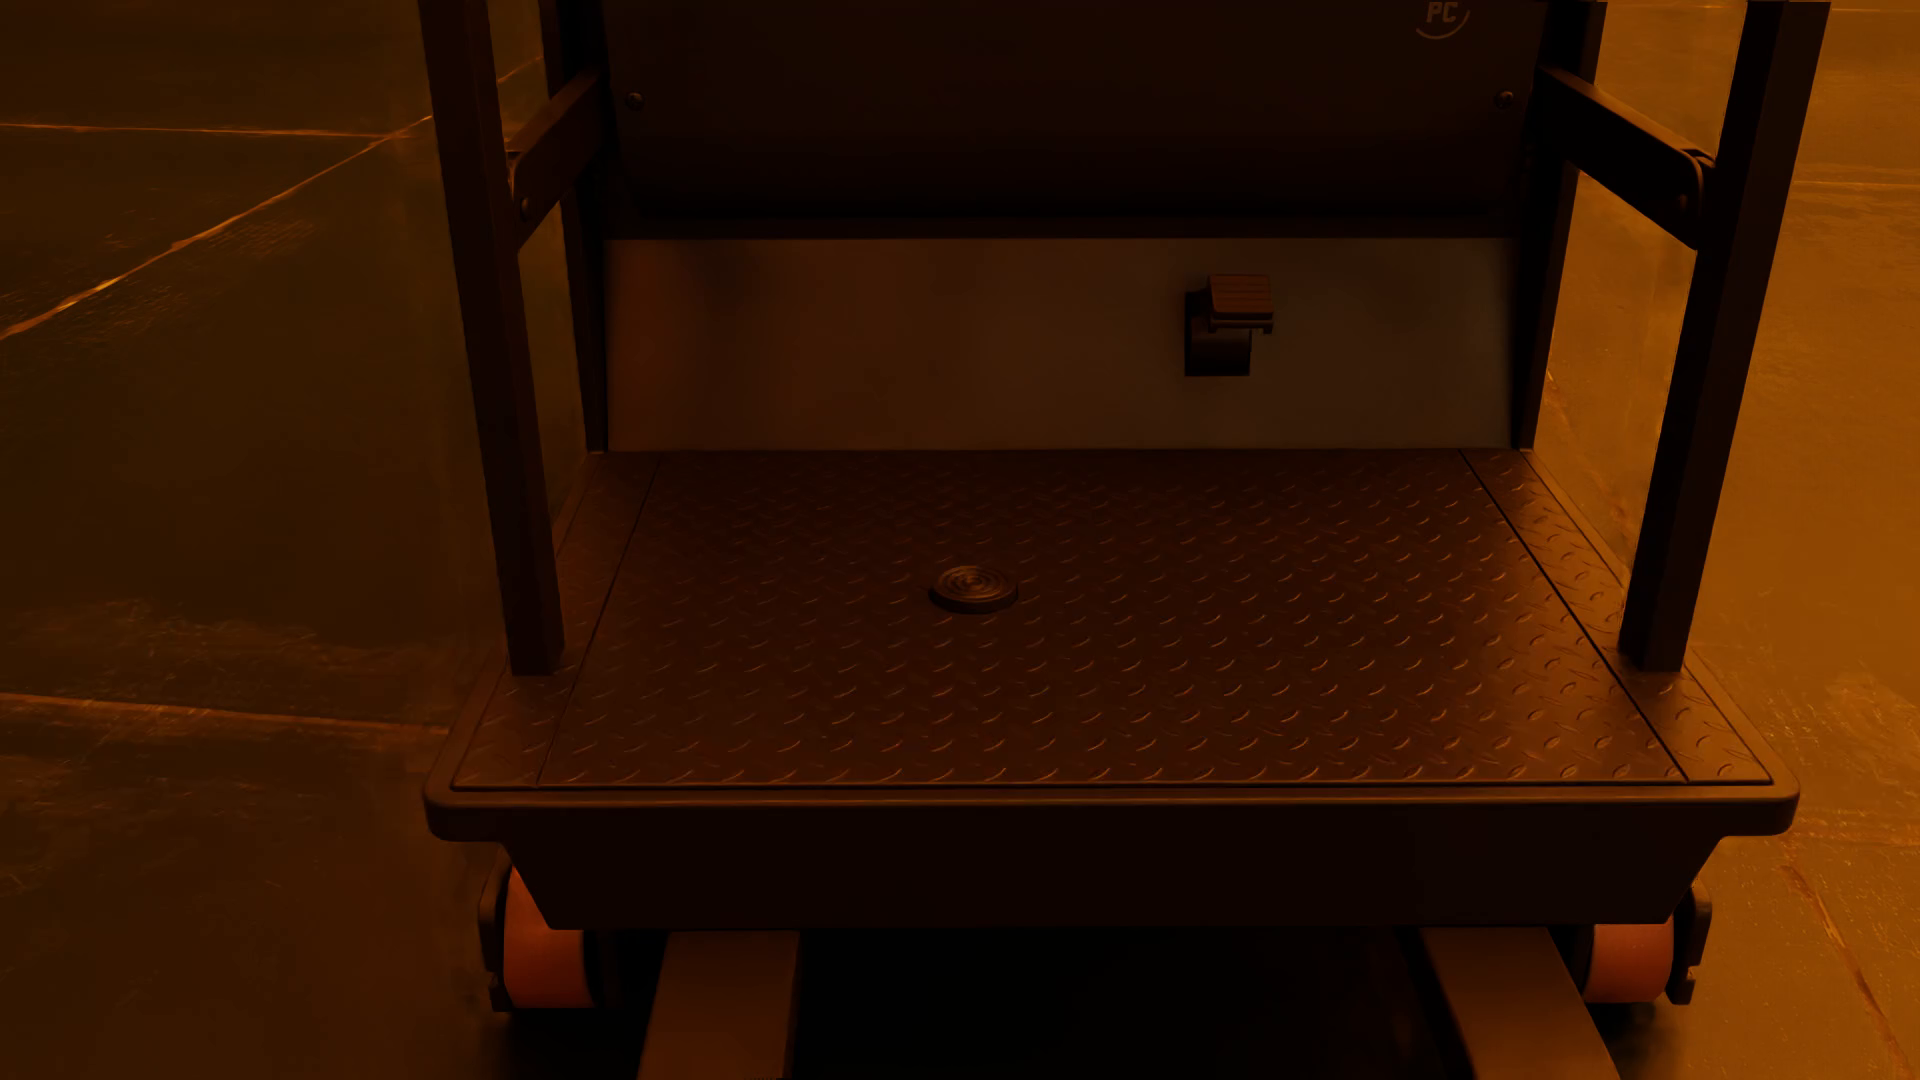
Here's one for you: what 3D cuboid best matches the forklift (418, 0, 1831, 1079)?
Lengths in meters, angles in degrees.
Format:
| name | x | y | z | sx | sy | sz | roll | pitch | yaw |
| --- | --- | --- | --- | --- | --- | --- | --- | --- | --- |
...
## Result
| name | x | y | z | sx | sy | sz | roll | pitch | yaw |
| --- | --- | --- | --- | --- | --- | --- | --- | --- | --- |
| forklift | 0.117 | -1.001 | 1.224 | 1.130 | 2.935 | 3.031 | 0 | 27 | 0 |
